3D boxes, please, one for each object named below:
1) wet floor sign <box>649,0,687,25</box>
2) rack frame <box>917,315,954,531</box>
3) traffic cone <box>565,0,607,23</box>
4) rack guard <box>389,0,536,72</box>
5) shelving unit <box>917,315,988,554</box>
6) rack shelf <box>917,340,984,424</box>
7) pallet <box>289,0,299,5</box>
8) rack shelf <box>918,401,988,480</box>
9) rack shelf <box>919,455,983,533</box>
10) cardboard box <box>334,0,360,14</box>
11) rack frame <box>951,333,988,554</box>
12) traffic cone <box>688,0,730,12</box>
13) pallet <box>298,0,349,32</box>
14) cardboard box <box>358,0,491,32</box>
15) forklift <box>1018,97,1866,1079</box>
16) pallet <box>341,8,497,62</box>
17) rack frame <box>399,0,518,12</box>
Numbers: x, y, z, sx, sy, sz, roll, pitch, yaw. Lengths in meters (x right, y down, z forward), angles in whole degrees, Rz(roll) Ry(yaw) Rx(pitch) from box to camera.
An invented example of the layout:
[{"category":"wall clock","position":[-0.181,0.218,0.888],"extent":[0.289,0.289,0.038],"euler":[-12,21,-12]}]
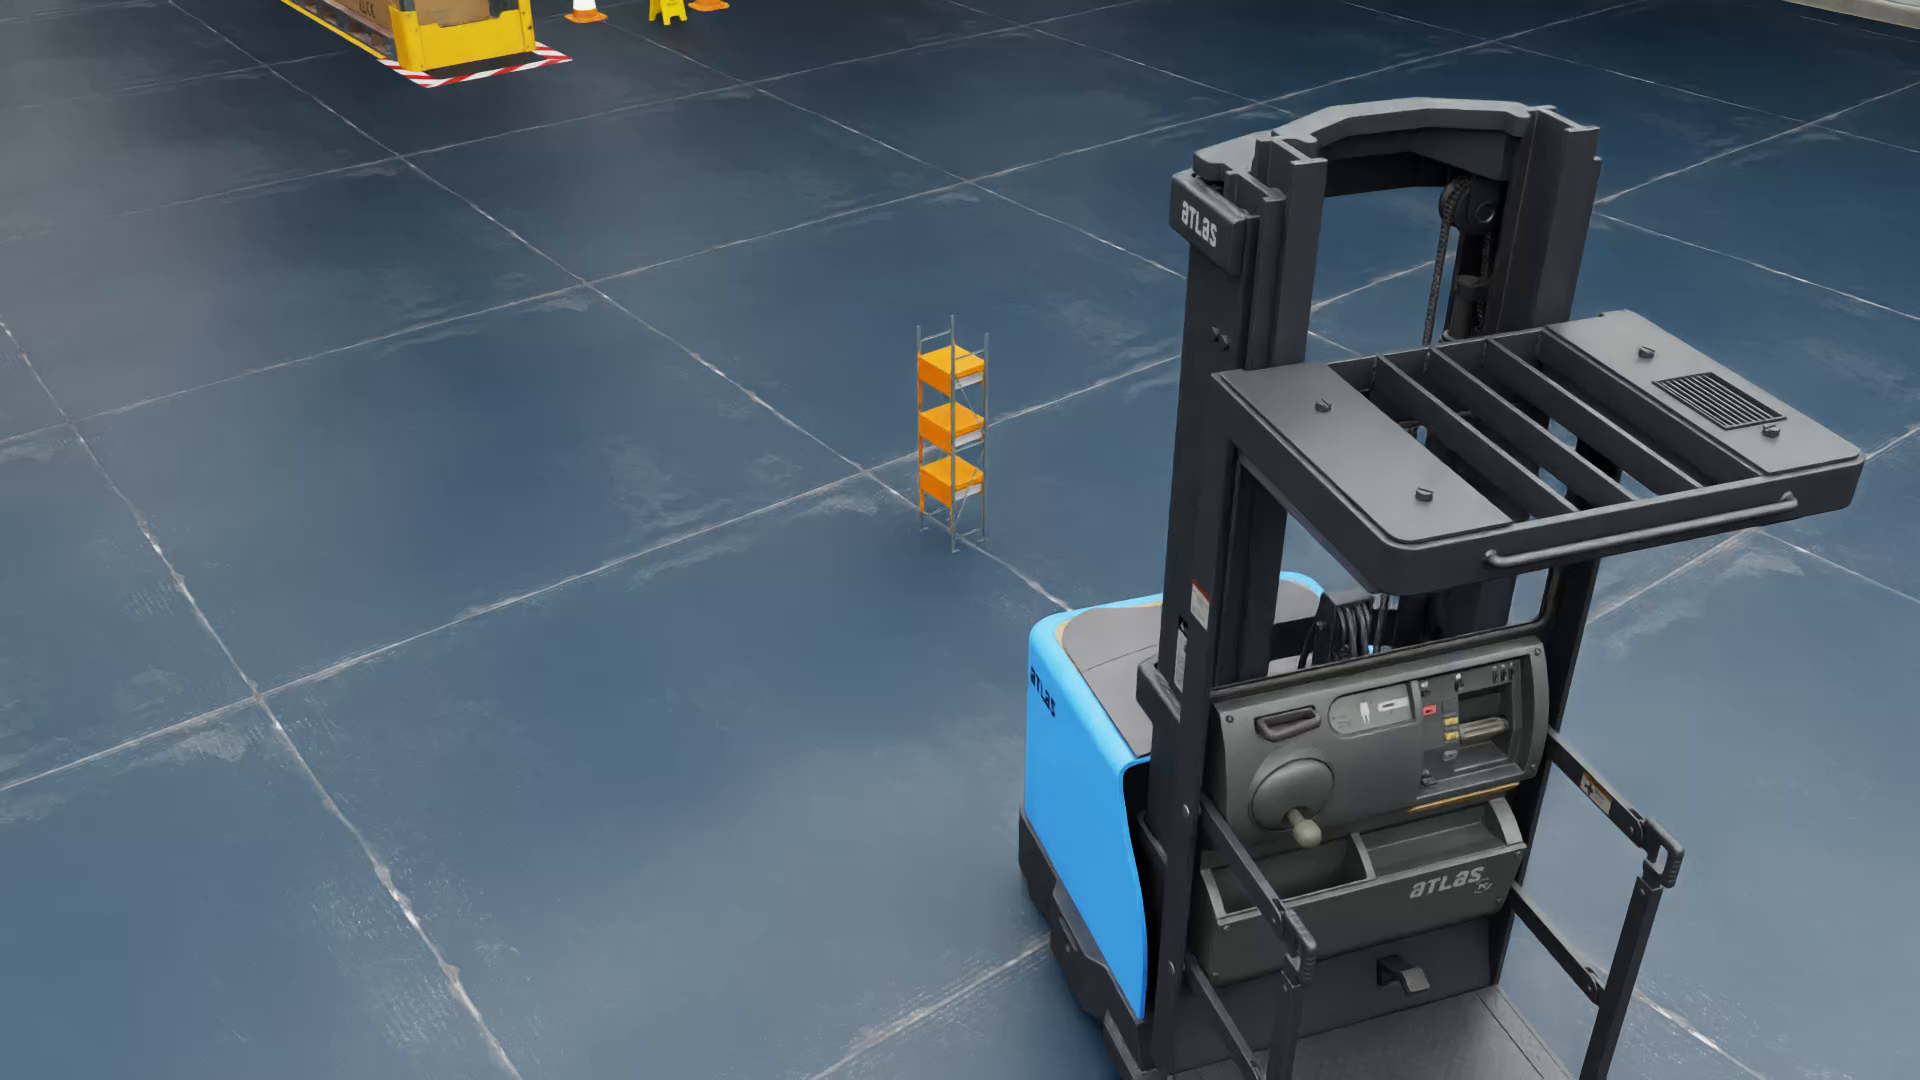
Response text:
[{"category":"wet floor sign","position":[-2.738,-5.146,15.424],"extent":[0.232,0.644,0.267],"euler":[26,40,35]},{"category":"rack frame","position":[-0.108,-0.519,7.591],"extent":[0.200,1.050,0.008],"euler":[-22,38,-31]},{"category":"traffic cone","position":[-3.523,-5.121,15.556],"extent":[0.336,0.463,0.334],"euler":[-22,38,-31]},{"category":"rack guard","position":[-4.305,-4.446,14.434],"extent":[1.175,0.500,0.348],"euler":[-22,38,-31]},{"category":"shelving unit","position":[-0.033,-0.468,7.509],"extent":[0.215,1.050,0.252],"euler":[-22,38,-31]},{"category":"rack shelf","position":[-0.033,-0.700,7.365],"extent":[0.215,0.259,0.240],"euler":[-22,38,-31]},{"category":"pallet","position":[-6.368,-5.658,16.660],"extent":[1.003,0.211,1.213],"euler":[-22,38,-31]},{"category":"rack shelf","position":[-0.033,-0.459,7.515],"extent":[0.215,0.259,0.240],"euler":[-22,38,-31]},{"category":"rack shelf","position":[-0.033,-0.223,7.661],"extent":[0.215,0.259,0.240],"euler":[-22,38,-31]},{"category":"cardboard box","position":[-5.329,-5.421,15.251],"extent":[0.875,0.875,0.875],"euler":[-23,39,-32]},{"category":"rack frame","position":[0.042,-0.417,7.427],"extent":[0.200,1.050,0.008],"euler":[-22,38,-31]},{"category":"traffic cone","position":[-2.422,-5.345,15.917],"extent":[0.336,0.463,0.334],"euler":[-22,38,-31]},{"category":"pallet","position":[-5.616,-5.149,15.841],"extent":[1.003,0.211,1.213],"euler":[-22,38,-31]},{"category":"cardboard box","position":[-4.788,-5.055,14.661],"extent":[0.875,0.875,0.875],"euler":[-22,38,-31]},{"category":"forklift","position":[1.155,0.571,4.053],"extent":[1.130,2.935,3.031],"euler":[-10,33,-16]},{"category":"pallet","position":[-4.872,-4.641,15.023],"extent":[1.003,0.211,1.213],"euler":[-22,38,-31]},{"category":"rack frame","position":[-4.320,-5.518,13.791],"extent":[1.000,3.000,0.127],"euler":[-22,38,-31]}]
